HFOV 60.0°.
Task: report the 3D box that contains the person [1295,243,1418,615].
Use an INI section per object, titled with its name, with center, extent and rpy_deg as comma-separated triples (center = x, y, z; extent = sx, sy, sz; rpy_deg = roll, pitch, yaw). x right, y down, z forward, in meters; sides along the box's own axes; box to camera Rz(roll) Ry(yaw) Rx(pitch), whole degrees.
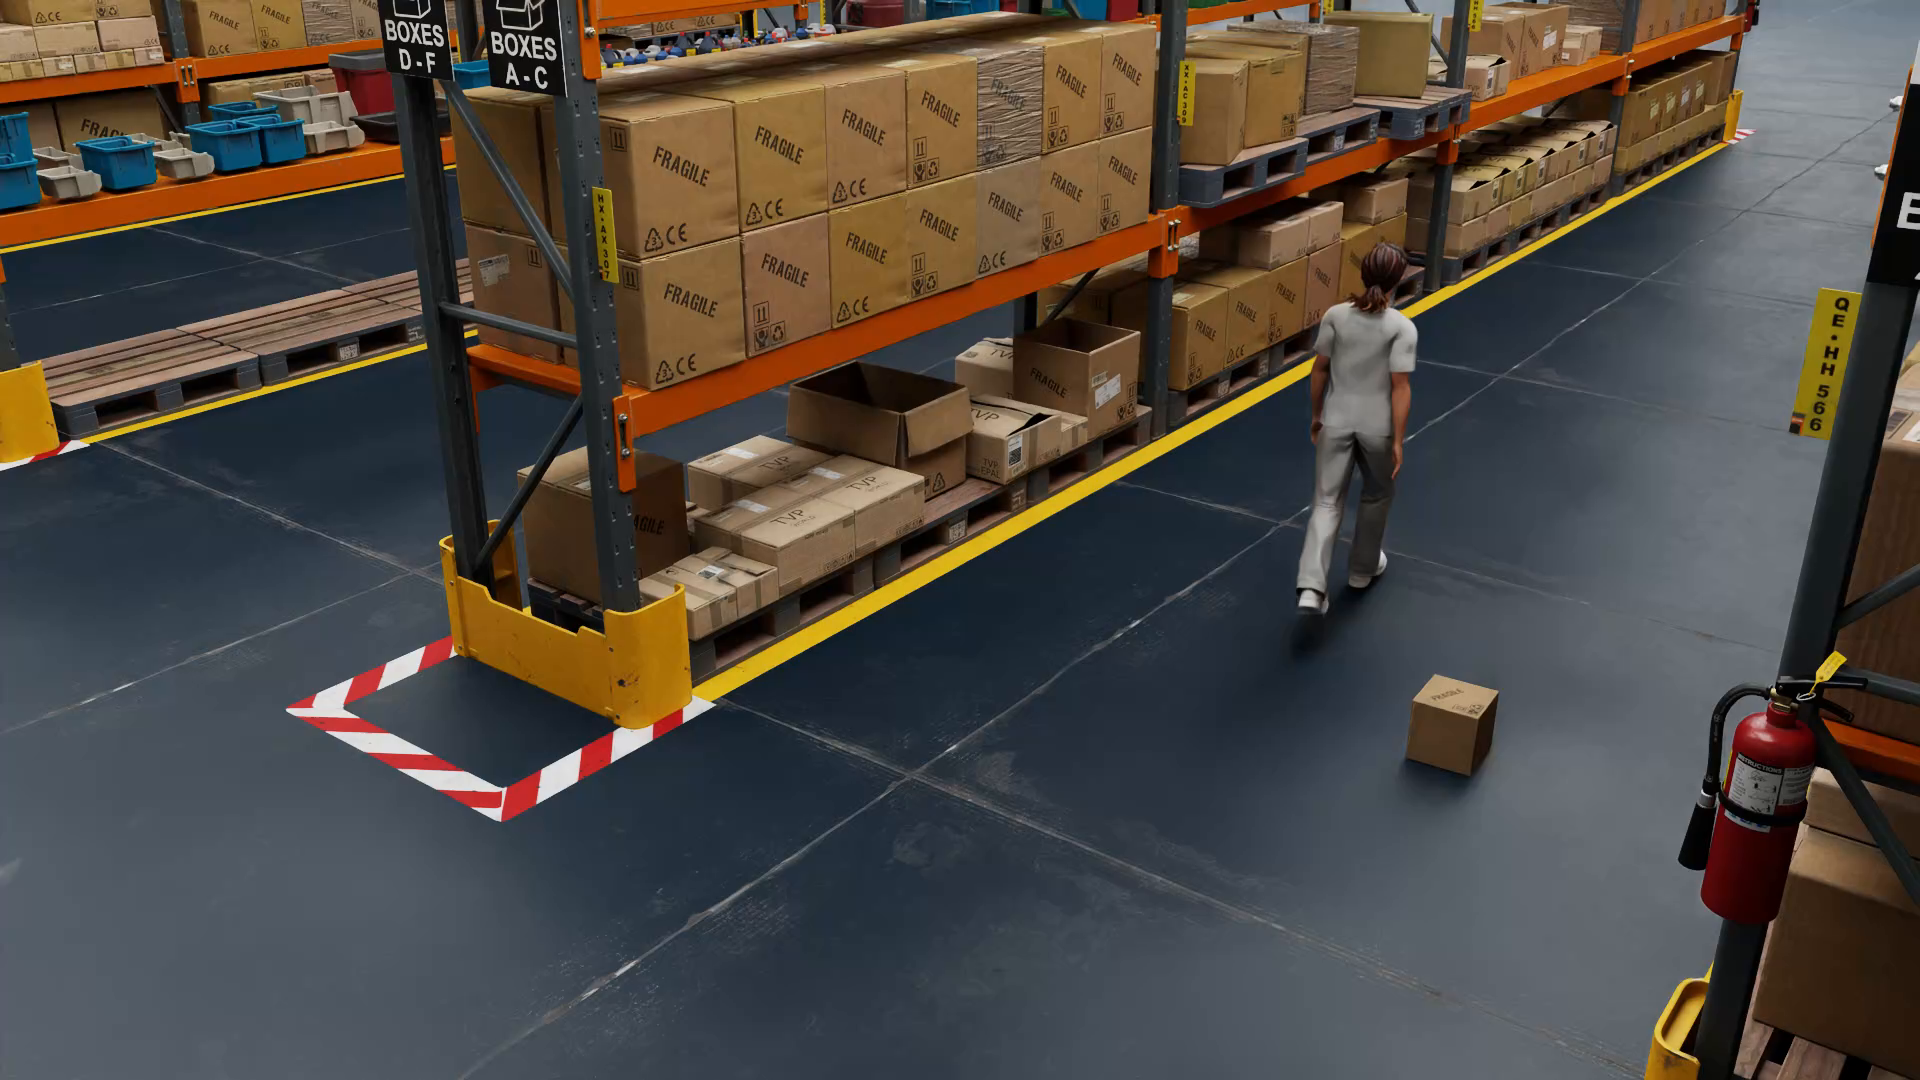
[person]
center = 1.697, -0.461, 7.166
extent = 0.455, 1.628, 0.983
rpy_deg = 11, 26, 24
